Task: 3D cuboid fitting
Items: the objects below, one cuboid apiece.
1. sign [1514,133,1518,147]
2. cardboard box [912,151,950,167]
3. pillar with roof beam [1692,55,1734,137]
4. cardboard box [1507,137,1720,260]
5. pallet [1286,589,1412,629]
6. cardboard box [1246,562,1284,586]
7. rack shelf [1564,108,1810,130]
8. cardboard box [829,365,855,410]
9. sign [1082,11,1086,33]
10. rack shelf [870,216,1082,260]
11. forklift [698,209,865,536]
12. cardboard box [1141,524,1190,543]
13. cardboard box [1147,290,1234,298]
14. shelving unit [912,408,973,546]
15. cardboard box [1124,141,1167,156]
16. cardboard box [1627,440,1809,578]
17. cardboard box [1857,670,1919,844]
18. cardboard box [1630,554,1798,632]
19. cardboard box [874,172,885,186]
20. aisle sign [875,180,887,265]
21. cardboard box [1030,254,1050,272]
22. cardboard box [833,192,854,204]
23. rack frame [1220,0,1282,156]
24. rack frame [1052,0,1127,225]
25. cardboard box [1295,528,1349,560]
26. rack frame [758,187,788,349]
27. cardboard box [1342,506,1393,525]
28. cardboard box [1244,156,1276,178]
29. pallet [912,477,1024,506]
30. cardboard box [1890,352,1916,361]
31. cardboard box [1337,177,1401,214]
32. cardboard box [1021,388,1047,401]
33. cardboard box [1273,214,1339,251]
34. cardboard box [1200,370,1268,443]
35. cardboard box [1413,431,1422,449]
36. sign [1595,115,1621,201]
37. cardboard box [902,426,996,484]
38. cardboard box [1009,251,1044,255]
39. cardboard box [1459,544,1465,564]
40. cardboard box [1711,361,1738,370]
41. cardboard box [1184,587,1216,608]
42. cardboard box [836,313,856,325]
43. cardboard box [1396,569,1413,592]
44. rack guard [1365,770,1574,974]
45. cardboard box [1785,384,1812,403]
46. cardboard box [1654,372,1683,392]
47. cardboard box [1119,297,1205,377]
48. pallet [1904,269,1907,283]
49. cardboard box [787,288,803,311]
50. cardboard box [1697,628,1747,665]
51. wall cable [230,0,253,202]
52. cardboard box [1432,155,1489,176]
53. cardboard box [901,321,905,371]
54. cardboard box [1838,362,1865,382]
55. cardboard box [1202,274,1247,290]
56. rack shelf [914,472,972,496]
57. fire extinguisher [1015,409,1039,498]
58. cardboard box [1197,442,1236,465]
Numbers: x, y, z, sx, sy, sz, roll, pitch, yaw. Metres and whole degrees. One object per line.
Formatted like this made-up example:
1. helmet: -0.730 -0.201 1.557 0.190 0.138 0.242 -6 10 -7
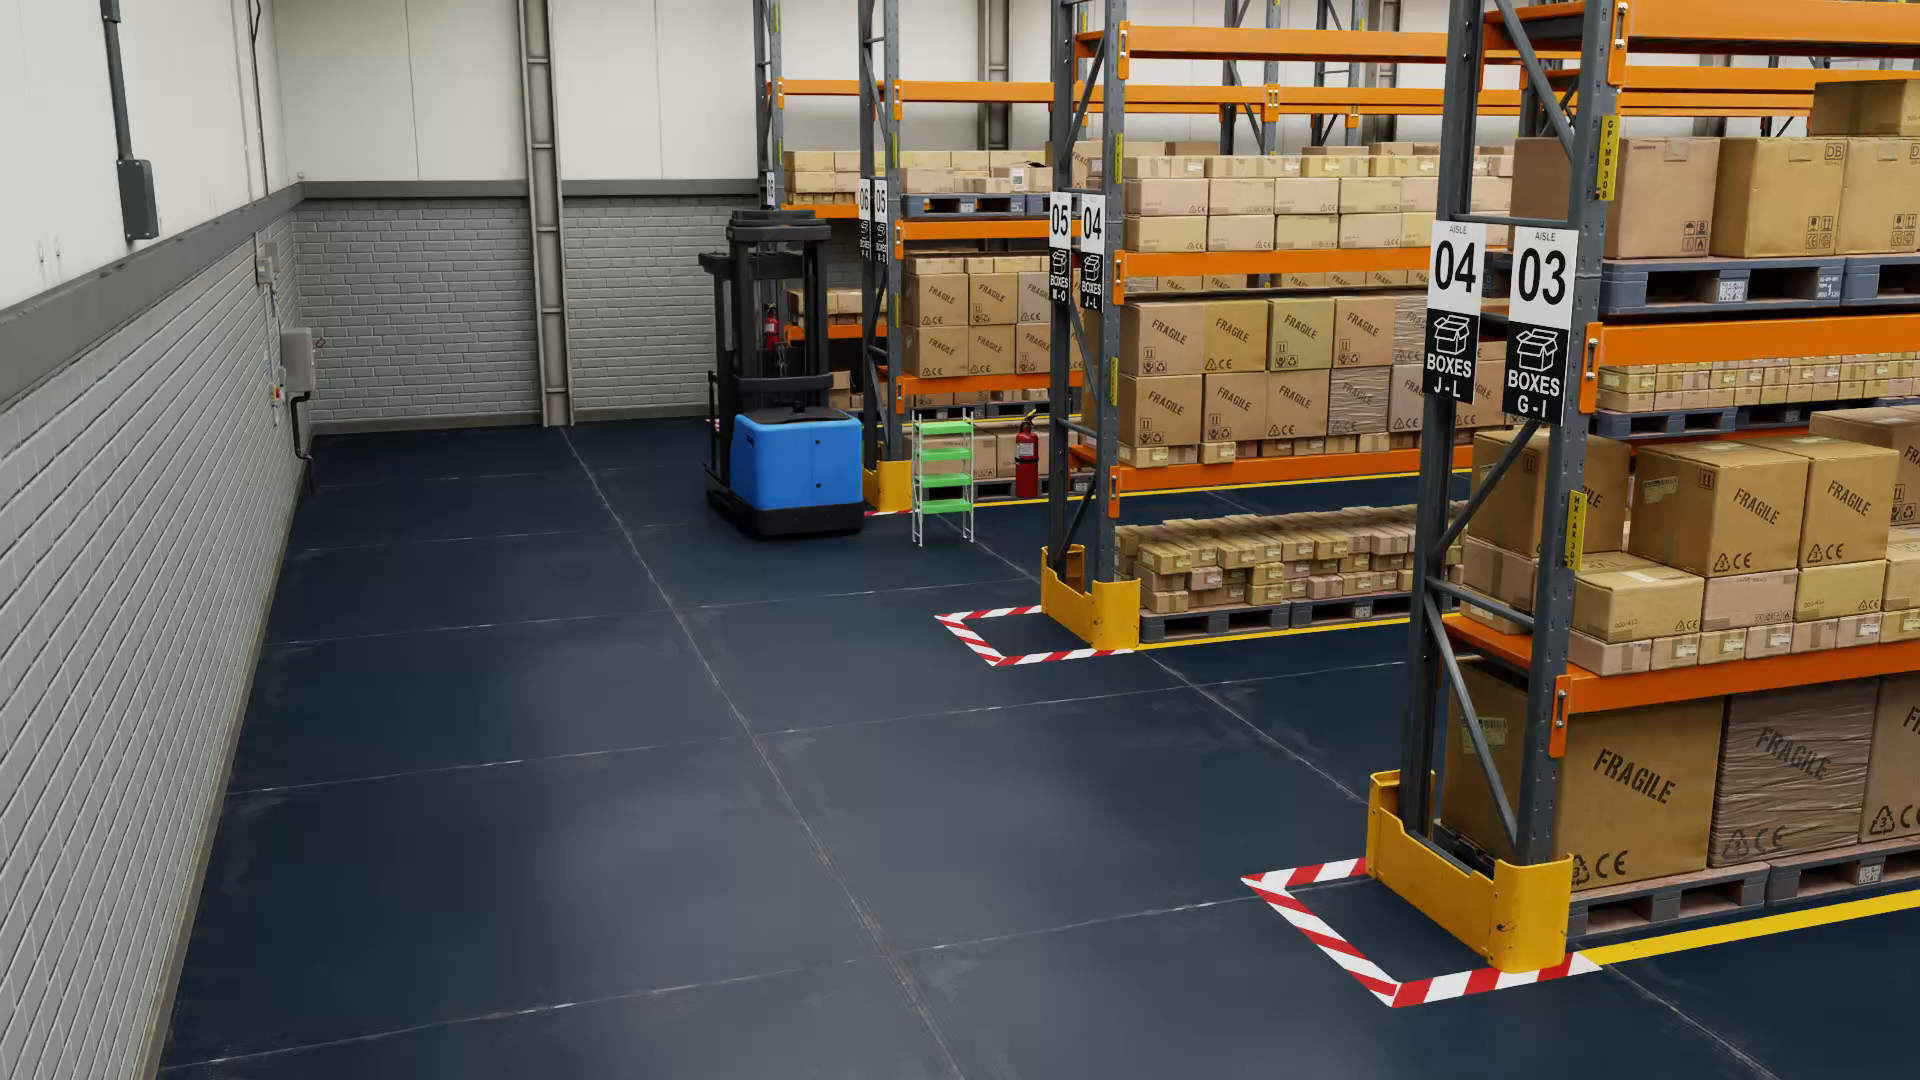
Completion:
1. sign: 4.500 -3.115 13.411 0.005 0.325 0.100 -4 14 -18
2. cardboard box: -0.431 -4.827 21.181 0.500 0.250 0.500 -4 14 -17
3. pillar with roof beam: 13.218 -6.264 22.136 0.400 9.000 9.100 -4 14 -18
4. cardboard box: 2.851 -1.511 7.299 0.500 0.500 0.700 -5 14 -21
5. pallet: 2.897 0.414 13.053 1.213 0.211 1.003 -4 14 -18
6. cardboard box: 2.227 0.220 12.455 0.250 0.149 0.380 -4 14 -16
7. rack shelf: 10.897 -6.369 25.000 4.000 0.370 1.077 -4 14 -18
8. cardboard box: -1.762 -1.976 21.563 0.637 0.503 0.797 -5 14 -20
9. sign: 1.575 -6.548 21.144 0.005 0.325 0.100 -4 14 -18
10. rack shelf: 1.111 -3.131 17.002 4.000 0.370 1.077 -4 14 -18
11. forklift: -1.899 -1.757 16.304 1.130 2.935 3.031 -5 14 -21
12. cardboard box: 1.567 -0.003 12.748 0.250 0.149 0.380 -4 14 -17
13. cardboard box: 1.724 -1.601 12.479 0.500 0.500 0.500 -5 14 -20
14. shelving unit: -0.157 -0.571 15.060 0.503 1.200 0.258 -4 14 -18
15. cardboard box: 1.738 -3.825 17.019 0.637 0.503 0.797 -3 14 -14
16. cardboard box: 3.391 -0.150 7.459 0.500 0.500 0.500 -5 14 -19
17. cardboard box: 4.663 0.932 8.536 0.875 0.875 0.875 -4 14 -18
18. cardboard box: 3.407 0.212 7.558 0.500 0.250 0.500 -5 14 -19
19. cardboard box: -0.900 -4.543 21.066 0.500 0.250 0.500 -5 14 -20
20. aisle sign: -0.761 -3.069 16.054 0.004 0.787 0.394 -4 14 -18
21. cardboard box: 0.874 -2.782 16.686 0.250 0.149 0.380 -4 14 -18
22. cardboard box: -1.507 -4.312 20.956 0.250 0.149 0.380 -4 14 -18
23. rack frame: 3.006 -5.087 17.192 0.127 3.000 1.000 -4 14 -18
24. rack frame: 0.890 -3.714 11.418 0.127 3.000 1.000 -4 14 -18
25. cardboard box: 2.735 0.032 12.601 0.250 0.149 0.380 -4 14 -17
26. rack frame: -2.372 -2.962 21.221 0.127 3.000 1.000 -4 14 -18
27. cardboard box: 3.277 -0.156 13.390 0.250 0.149 0.380 -4 14 -17
28. cardboard box: 2.028 -2.630 11.723 0.250 0.149 0.380 -4 14 -17
29. pallet: -0.052 -0.593 17.288 1.213 0.211 1.003 -4 14 -18
30. cardboard box: 7.666 -1.583 13.774 0.250 0.149 0.380 -4 14 -16
31. cardboard box: 2.844 -2.511 12.088 0.500 0.250 0.500 -5 14 -20
32. cardboard box: 0.985 -1.969 22.299 0.250 0.149 0.380 -5 14 -20
33. cardboard box: 2.381 -2.238 12.017 0.500 0.250 0.500 -5 14 -20
34. cardboard box: 1.902 -1.006 12.140 0.500 0.500 0.500 -4 14 -18
35. cardboard box: 3.503 -0.806 12.701 0.250 0.149 0.380 -5 14 -20
36. sign: 2.547 -1.501 6.536 0.005 0.325 0.100 -4 14 -18
37. cardboard box: -0.191 -0.902 17.190 0.875 0.438 0.875 -5 14 -20
38. cardboard box: 0.683 -2.901 17.185 0.250 0.149 0.380 -4 14 -17
39. cardboard box: 3.983 0.087 13.015 0.250 0.149 0.380 -5 14 -20
40. cardboard box: 5.944 -1.449 13.208 0.250 0.149 0.380 -5 14 -19
41. cardboard box: 1.710 0.381 12.418 0.250 0.149 0.380 -5 14 -18
42. cardboard box: -1.508 -2.860 21.334 0.250 0.149 0.380 -5 14 -19
43. cardboard box: 3.437 0.272 12.878 0.250 0.149 0.380 -4 14 -18
44. rack guard: 2.353 1.518 7.789 0.348 0.500 1.175 -4 14 -18
45. cardboard box: 6.676 -1.216 13.517 0.250 0.149 0.380 -5 14 -21
46. cardboard box: 5.446 -1.265 13.080 0.250 0.149 0.380 -5 14 -19
47. cardboard box: 1.400 -1.450 11.845 0.500 0.500 0.500 -5 14 -18
48. pallet: 5.388 -1.353 8.168 1.213 0.211 1.003 -4 14 -18
49. cardboard box: -2.020 -3.126 21.591 0.500 0.250 0.500 -4 14 -16
50. cardboard box: 3.303 0.430 7.503 0.250 0.149 0.380 -5 14 -19
51. wall cable: -6.086 -4.311 13.926 0.029 3.000 0.463 -4 14 -18
52. cardboard box: 3.719 -2.789 12.392 0.250 0.149 0.380 -4 14 -16
53. cardboard box: -0.412 -2.016 17.027 0.500 0.500 0.500 -4 14 -18
54. cardboard box: 7.174 -1.400 13.647 0.250 0.149 0.380 -5 14 -18
55. cardboard box: 2.647 -2.609 17.358 0.500 0.500 0.500 -5 14 -19
56. rack shelf: -0.157 -0.509 15.075 0.480 0.148 0.258 -4 14 -18
57. fire extinguisher: 0.504 -0.659 12.512 0.183 0.674 0.296 -4 14 -18
58. cardboard box: 1.801 -0.661 12.091 0.250 0.149 0.380 -5 14 -20
